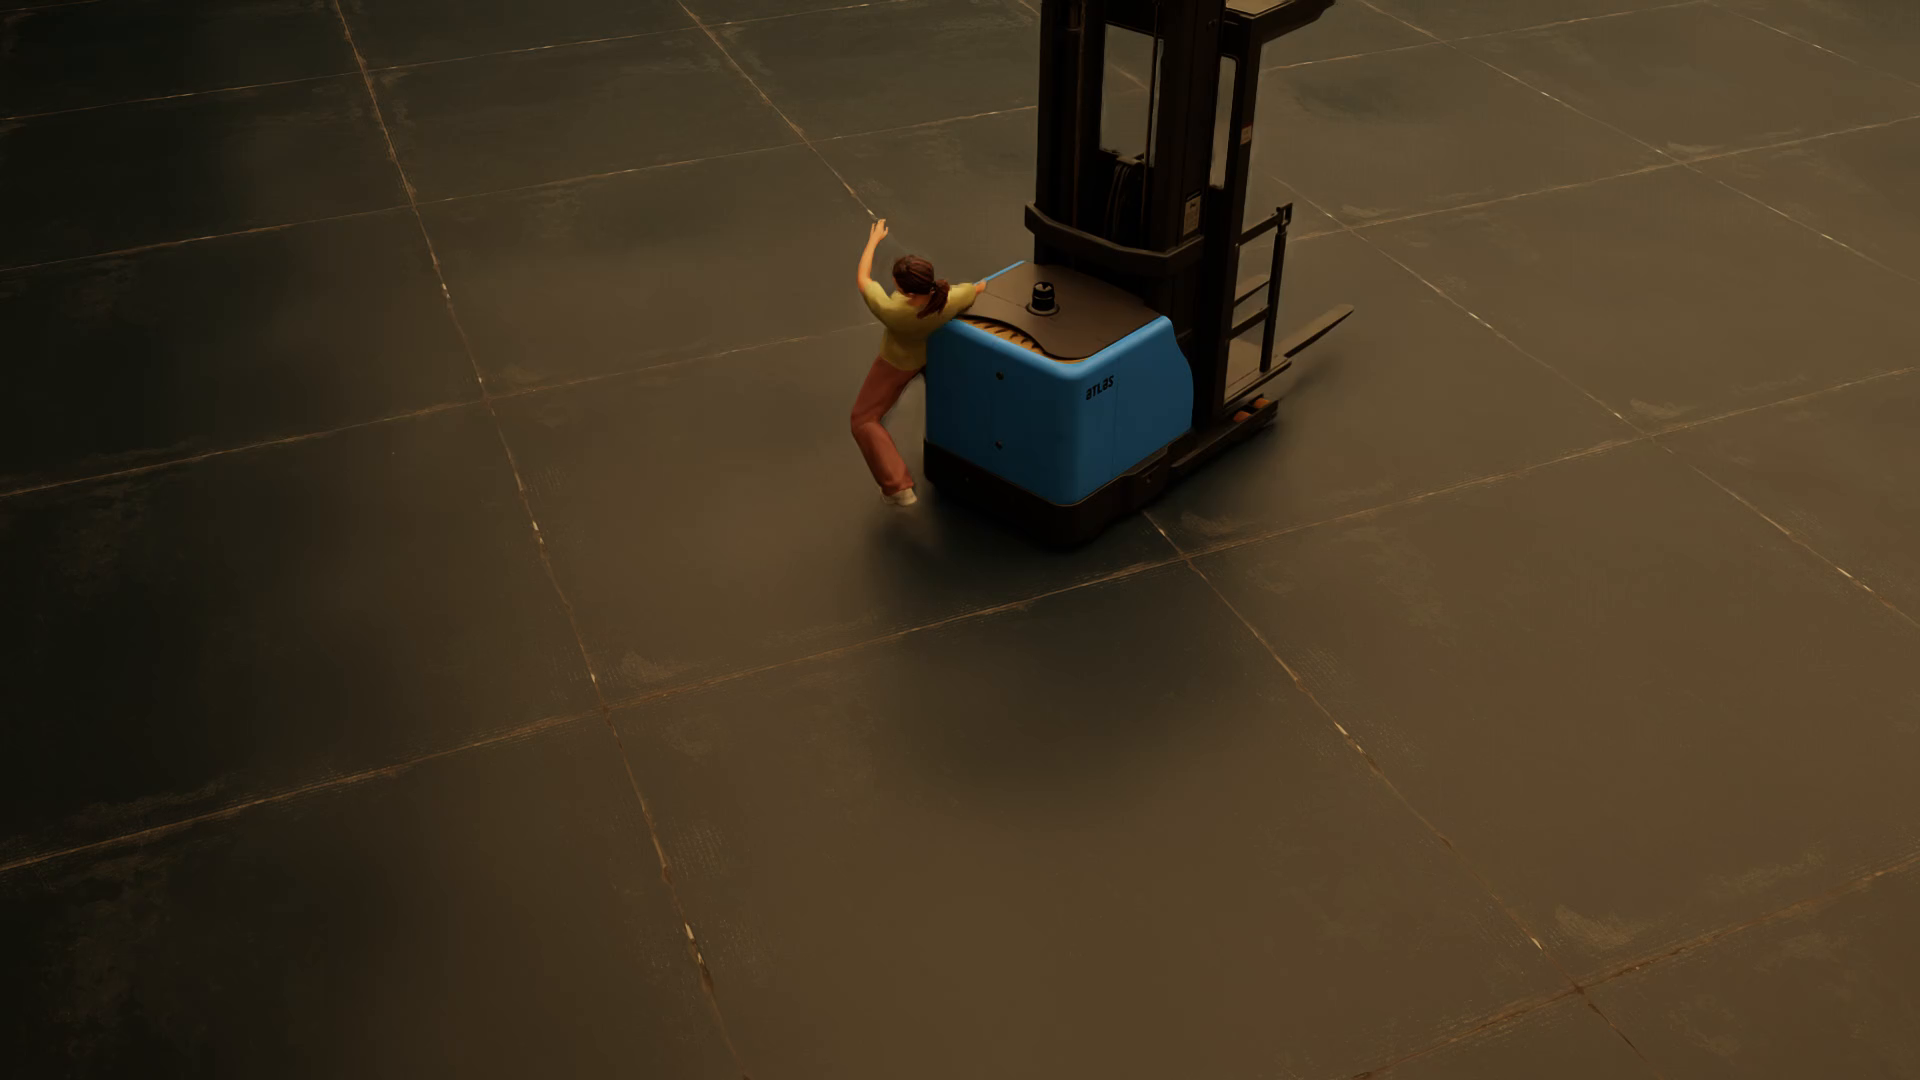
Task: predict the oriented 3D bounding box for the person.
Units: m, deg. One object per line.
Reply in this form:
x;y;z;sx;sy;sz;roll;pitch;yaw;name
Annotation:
-0.148;-0.973;8.719;0.961;1.438;0.740;-24;42;-29;person

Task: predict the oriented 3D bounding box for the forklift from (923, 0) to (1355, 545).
1.170;-1.936;8.821;1.130;2.935;3.031;28;44;33;forklift
